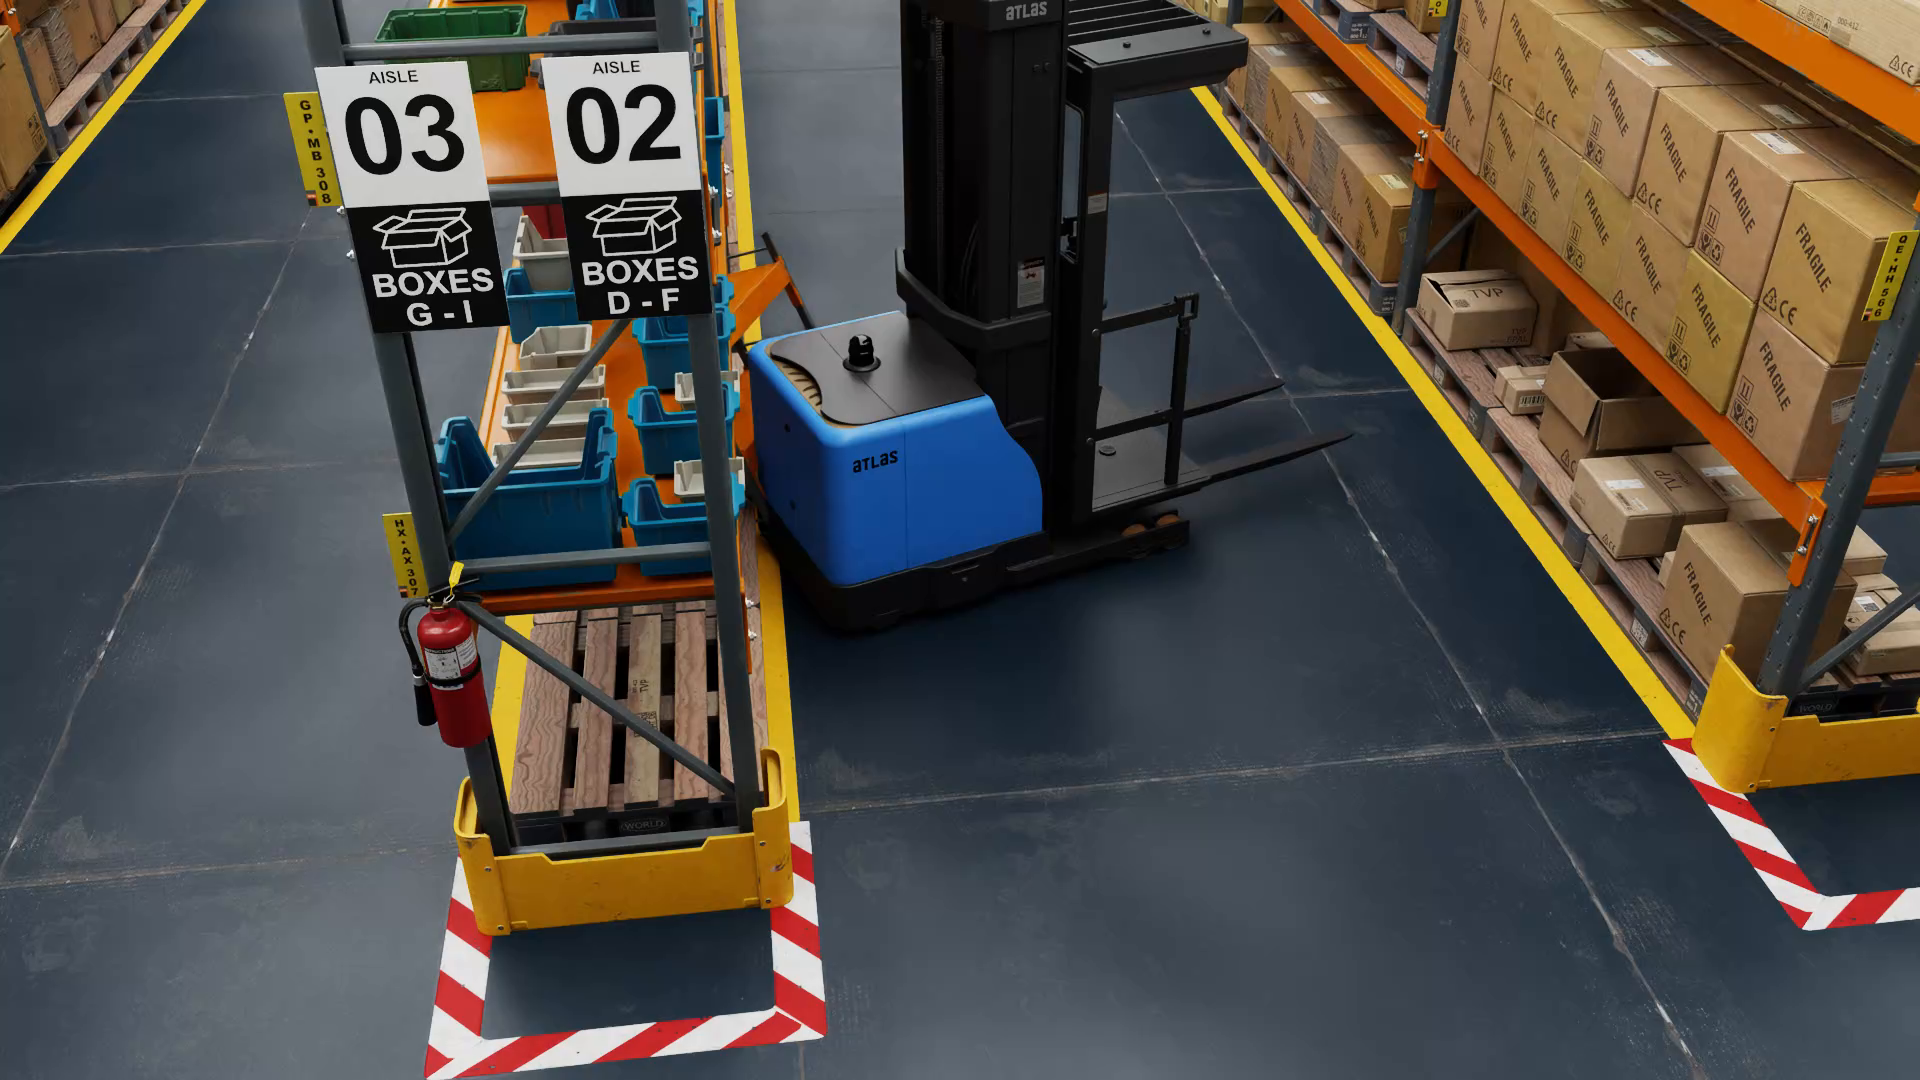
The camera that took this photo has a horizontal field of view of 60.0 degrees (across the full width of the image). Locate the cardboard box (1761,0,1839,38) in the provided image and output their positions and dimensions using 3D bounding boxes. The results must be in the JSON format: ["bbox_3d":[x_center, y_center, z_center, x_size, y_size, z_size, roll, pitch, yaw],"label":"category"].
[{"bbox_3d":[3.283,-2.029,6.033,0.500,0.250,0.500,-4,35,-6],"label":"cardboard box"}]

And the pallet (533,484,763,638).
[{"bbox_3d":[-1.472,0.079,7.947,1.003,0.211,1.213,-4,35,-6],"label":"pallet"}]

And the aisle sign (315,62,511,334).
[{"bbox_3d":[-1.520,-0.943,4.662,0.394,0.787,0.004,-4,35,-6],"label":"aisle sign"}]

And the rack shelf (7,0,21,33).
[{"bbox_3d":[-7.492,-4.839,13.326,1.077,0.370,4.000,-4,35,-6],"label":"rack shelf"}]

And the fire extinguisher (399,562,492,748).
[{"bbox_3d":[-1.669,0.373,5.438,0.296,0.674,0.183,-4,35,-6],"label":"fire extinguisher"}]

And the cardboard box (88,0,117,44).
[{"bbox_3d":[-7.579,-4.477,13.986,0.700,0.500,0.500,-7,35,-10],"label":"cardboard box"}]

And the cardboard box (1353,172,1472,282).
[{"bbox_3d":[2.781,-1.939,10.261,0.500,0.500,0.500,-5,35,-7],"label":"cardboard box"}]

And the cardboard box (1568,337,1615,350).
[{"bbox_3d":[3.590,-0.892,8.893,0.500,0.311,0.500,-4,35,-6],"label":"cardboard box"}]

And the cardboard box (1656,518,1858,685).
[{"bbox_3d":[3.353,0.262,7.031,0.500,0.500,0.500,-4,35,-6],"label":"cardboard box"}]

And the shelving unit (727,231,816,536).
[{"bbox_3d":[-1.128,-0.758,8.284,0.538,1.125,1.048,-8,31,29],"label":"shelving unit"}]

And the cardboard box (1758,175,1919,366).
[{"bbox_3d":[3.337,-0.986,6.057,0.500,0.500,0.500,-5,35,-7],"label":"cardboard box"}]

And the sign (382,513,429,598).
[{"bbox_3d":[-1.782,0.052,5.365,0.100,0.325,0.005,-4,35,-6],"label":"sign"}]

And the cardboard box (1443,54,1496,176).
[{"bbox_3d":[2.930,-2.273,8.833,0.500,0.500,0.500,-4,34,-5],"label":"cardboard box"}]

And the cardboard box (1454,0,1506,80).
[{"bbox_3d":[2.916,-2.707,8.582,0.500,0.500,0.500,-4,34,-5],"label":"cardboard box"}]

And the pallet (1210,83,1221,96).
[{"bbox_3d":[2.522,-4.079,14.048,1.003,0.211,1.213,-4,35,-6],"label":"pallet"}]

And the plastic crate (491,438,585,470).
[{"bbox_3d":[-1.528,-0.289,6.191,0.396,0.136,0.243,-4,35,-6],"label":"plastic crate"}]

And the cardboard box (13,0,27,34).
[{"bbox_3d":[-7.343,-3.851,12.400,0.500,0.250,0.500,-3,34,-4],"label":"cardboard box"}]

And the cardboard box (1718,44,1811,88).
[{"bbox_3d":[3.662,-1.881,7.369,0.500,0.500,0.500,-5,35,-7],"label":"cardboard box"}]

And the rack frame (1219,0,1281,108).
[{"bbox_3d":[2.594,-4.769,12.584,1.000,3.000,0.127,-4,35,-6],"label":"rack frame"}]

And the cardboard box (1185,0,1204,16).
[{"bbox_3d":[2.203,-4.601,13.908,0.500,0.311,0.500,-5,35,-7],"label":"cardboard box"}]

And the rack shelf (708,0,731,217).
[{"bbox_3d":[-2.046,-2.982,10.601,1.077,0.370,4.000,-4,35,-6],"label":"rack shelf"}]

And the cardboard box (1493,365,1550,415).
[{"bbox_3d":[3.100,-0.815,8.908,0.380,0.166,0.250,-4,35,-6],"label":"cardboard box"}]

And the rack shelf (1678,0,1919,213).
[{"bbox_3d":[3.401,-2.363,7.029,1.077,0.370,4.000,-4,35,-6],"label":"rack shelf"}]

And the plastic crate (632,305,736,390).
[{"bbox_3d":[-1.123,-0.784,6.833,0.416,0.233,0.300,-4,35,-6],"label":"plastic crate"}]

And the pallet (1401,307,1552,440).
[{"bbox_3d":[3.223,-1.001,9.531,1.003,0.211,1.213,-4,35,-6],"label":"pallet"}]

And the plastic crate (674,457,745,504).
[{"bbox_3d":[-0.907,-0.195,6.054,0.250,0.136,0.298,-4,35,-6],"label":"plastic crate"}]

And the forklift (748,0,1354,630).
[{"bbox_3d":[0.557,-1.369,7.656,3.031,2.935,1.130,-16,37,-22],"label":"forklift"}]

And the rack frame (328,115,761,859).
[{"bbox_3d":[-1.239,0.069,5.486,1.000,3.000,0.127,-4,35,-6],"label":"rack frame"}]

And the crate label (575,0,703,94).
[{"bbox_3d":[-1.043,-1.649,5.474,0.408,0.251,0.502,-4,35,-6],"label":"crate label"}]

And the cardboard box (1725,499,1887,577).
[{"bbox_3d":[3.811,0.046,7.570,0.500,0.250,0.500,-4,35,-6],"label":"cardboard box"}]

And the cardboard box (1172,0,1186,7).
[{"bbox_3d":[2.144,-4.649,14.477,0.500,0.250,0.500,-4,34,-5],"label":"cardboard box"}]

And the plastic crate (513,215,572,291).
[{"bbox_3d":[-1.754,-1.273,7.507,0.437,0.282,0.530,-4,35,-6],"label":"plastic crate"}]

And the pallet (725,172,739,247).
[{"bbox_3d":[-2.007,-2.127,11.184,1.003,0.211,1.213,-4,35,-6],"label":"pallet"}]

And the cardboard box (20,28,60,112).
[{"bbox_3d":[-7.333,-3.542,12.612,0.700,0.500,0.500,-6,35,-9],"label":"cardboard box"}]

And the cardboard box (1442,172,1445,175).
[{"bbox_3d":[3.225,-2.271,10.747,0.500,0.500,0.500,-4,34,-6],"label":"cardboard box"}]

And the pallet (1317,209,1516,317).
[{"bbox_3d":[2.985,-1.835,10.756,1.003,0.211,1.213,-4,35,-6],"label":"pallet"}]

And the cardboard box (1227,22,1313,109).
[{"bbox_3d":[2.372,-3.642,12.759,0.500,0.500,0.500,-3,34,-4],"label":"cardboard box"}]

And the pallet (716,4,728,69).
[{"bbox_3d":[-2.542,-4.358,14.457,1.003,0.211,1.213,-4,35,-6],"label":"pallet"}]

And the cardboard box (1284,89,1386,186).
[{"bbox_3d":[2.586,-2.779,11.493,0.500,0.500,0.500,-5,35,-8],"label":"cardboard box"}]

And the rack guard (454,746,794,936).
[{"bbox_3d":[-1.223,1.114,6.171,1.175,0.500,0.348,-4,35,-6],"label":"rack guard"}]

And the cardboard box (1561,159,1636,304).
[{"bbox_3d":[3.137,-1.424,7.588,0.500,0.500,0.500,-5,35,-7],"label":"cardboard box"}]

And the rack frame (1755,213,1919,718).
[{"bbox_3d":[3.670,-0.304,6.033,1.000,3.000,0.127,-4,35,-6],"label":"rack frame"}]

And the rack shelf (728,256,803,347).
[{"bbox_3d":[-1.236,-0.995,8.150,0.538,0.278,1.000,-8,31,29],"label":"rack shelf"}]

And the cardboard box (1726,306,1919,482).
[{"bbox_3d":[3.340,-0.575,6.341,0.500,0.500,0.500,-3,34,-5],"label":"cardboard box"}]

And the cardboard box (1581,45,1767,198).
[{"bbox_3d":[3.125,-1.844,7.315,0.500,0.500,0.500,-3,34,-5],"label":"cardboard box"}]

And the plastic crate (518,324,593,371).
[{"bbox_3d":[-1.673,-0.769,6.895,0.298,0.136,0.250,-4,35,-6],"label":"plastic crate"}]

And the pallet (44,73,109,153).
[{"bbox_3d":[-7.327,-3.304,12.911,1.003,0.211,1.213,-4,35,-6],"label":"pallet"}]
